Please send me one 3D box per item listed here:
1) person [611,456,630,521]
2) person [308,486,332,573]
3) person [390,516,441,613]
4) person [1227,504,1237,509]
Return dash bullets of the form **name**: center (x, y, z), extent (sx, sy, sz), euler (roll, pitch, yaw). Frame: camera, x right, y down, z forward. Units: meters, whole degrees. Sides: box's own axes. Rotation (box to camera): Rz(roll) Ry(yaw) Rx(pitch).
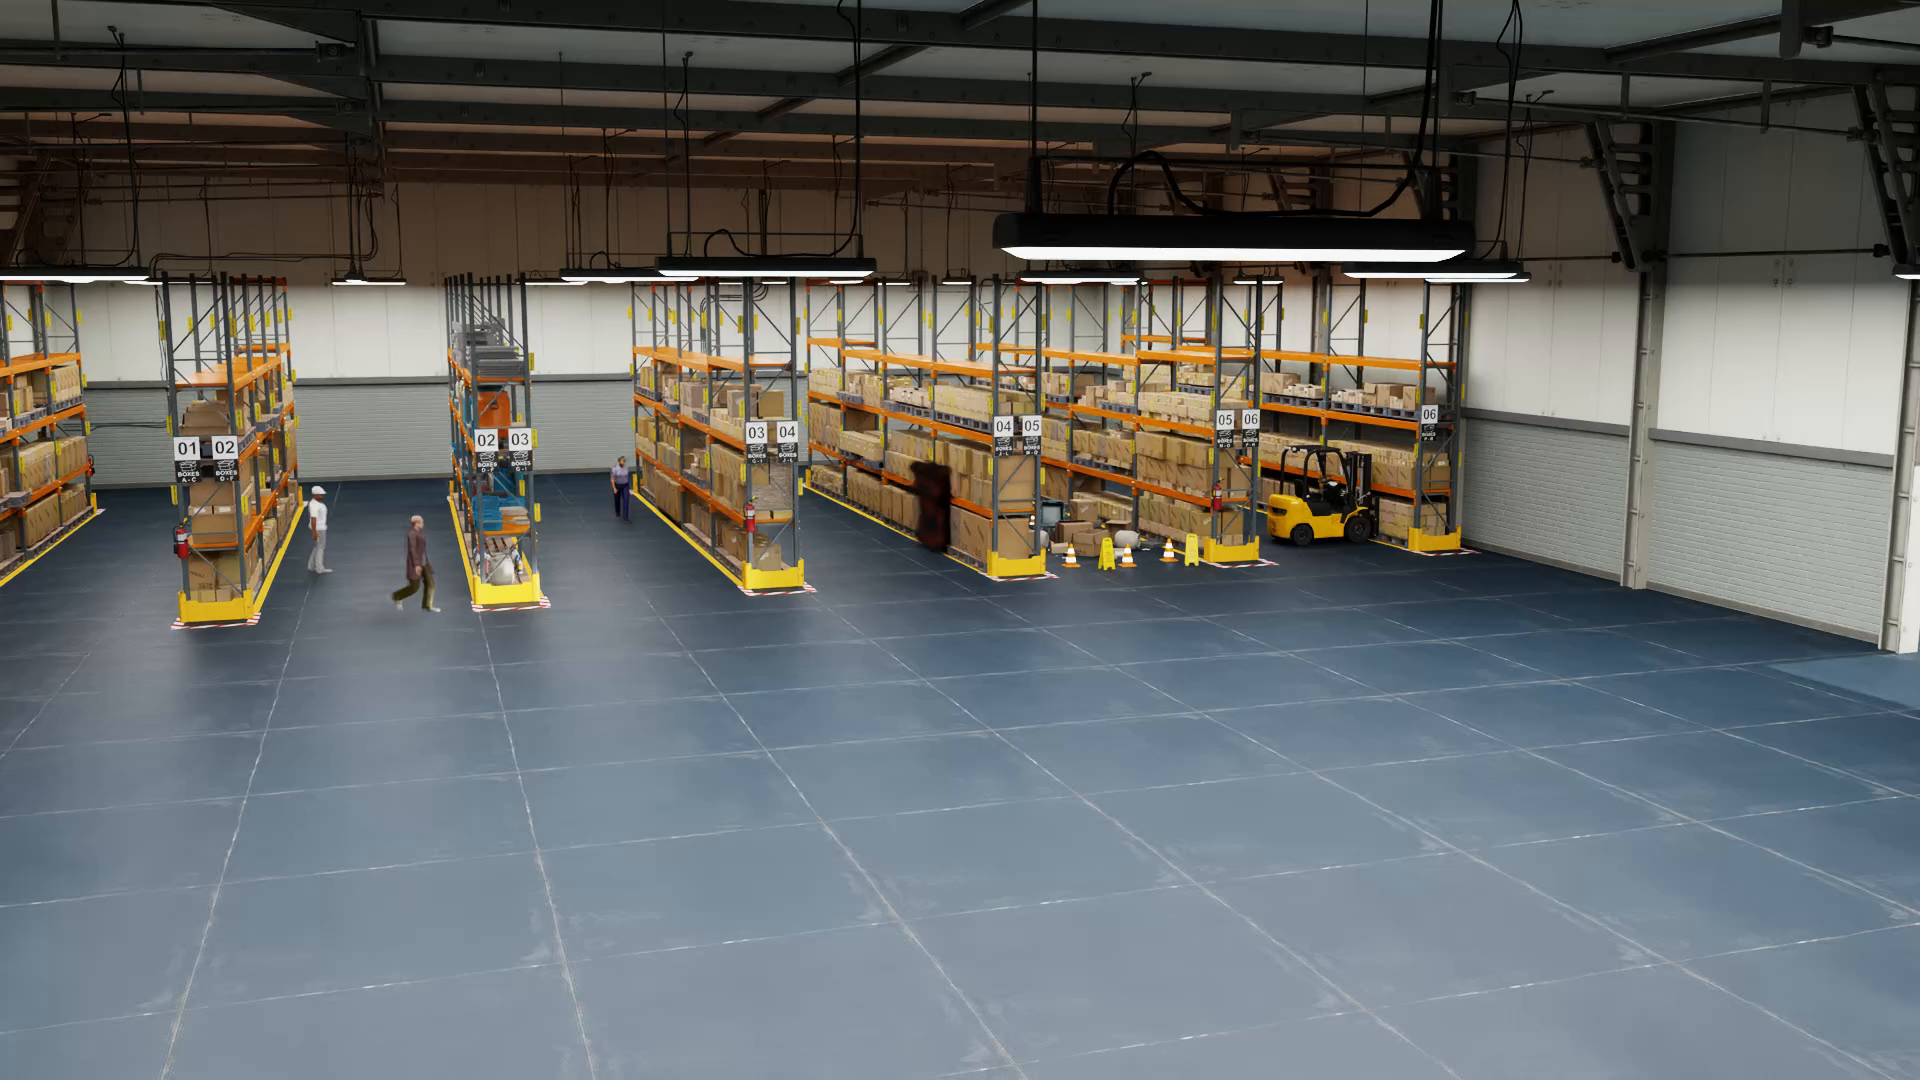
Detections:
- **person**: center (-8.431, -1.283, 41.299), extent (0.461, 1.579, 0.929), euler (-2, 9, -11)
- **person**: center (-12.959, -0.212, 33.558), extent (0.447, 1.772, 0.579), euler (-6, 10, -34)
- **person**: center (-9.658, 0.434, 29.392), extent (0.874, 1.737, 0.532), euler (3, 9, 19)
- **person**: center (6.471, -1.131, 39.707), extent (0.409, 1.786, 0.624), euler (2, 9, 15)
